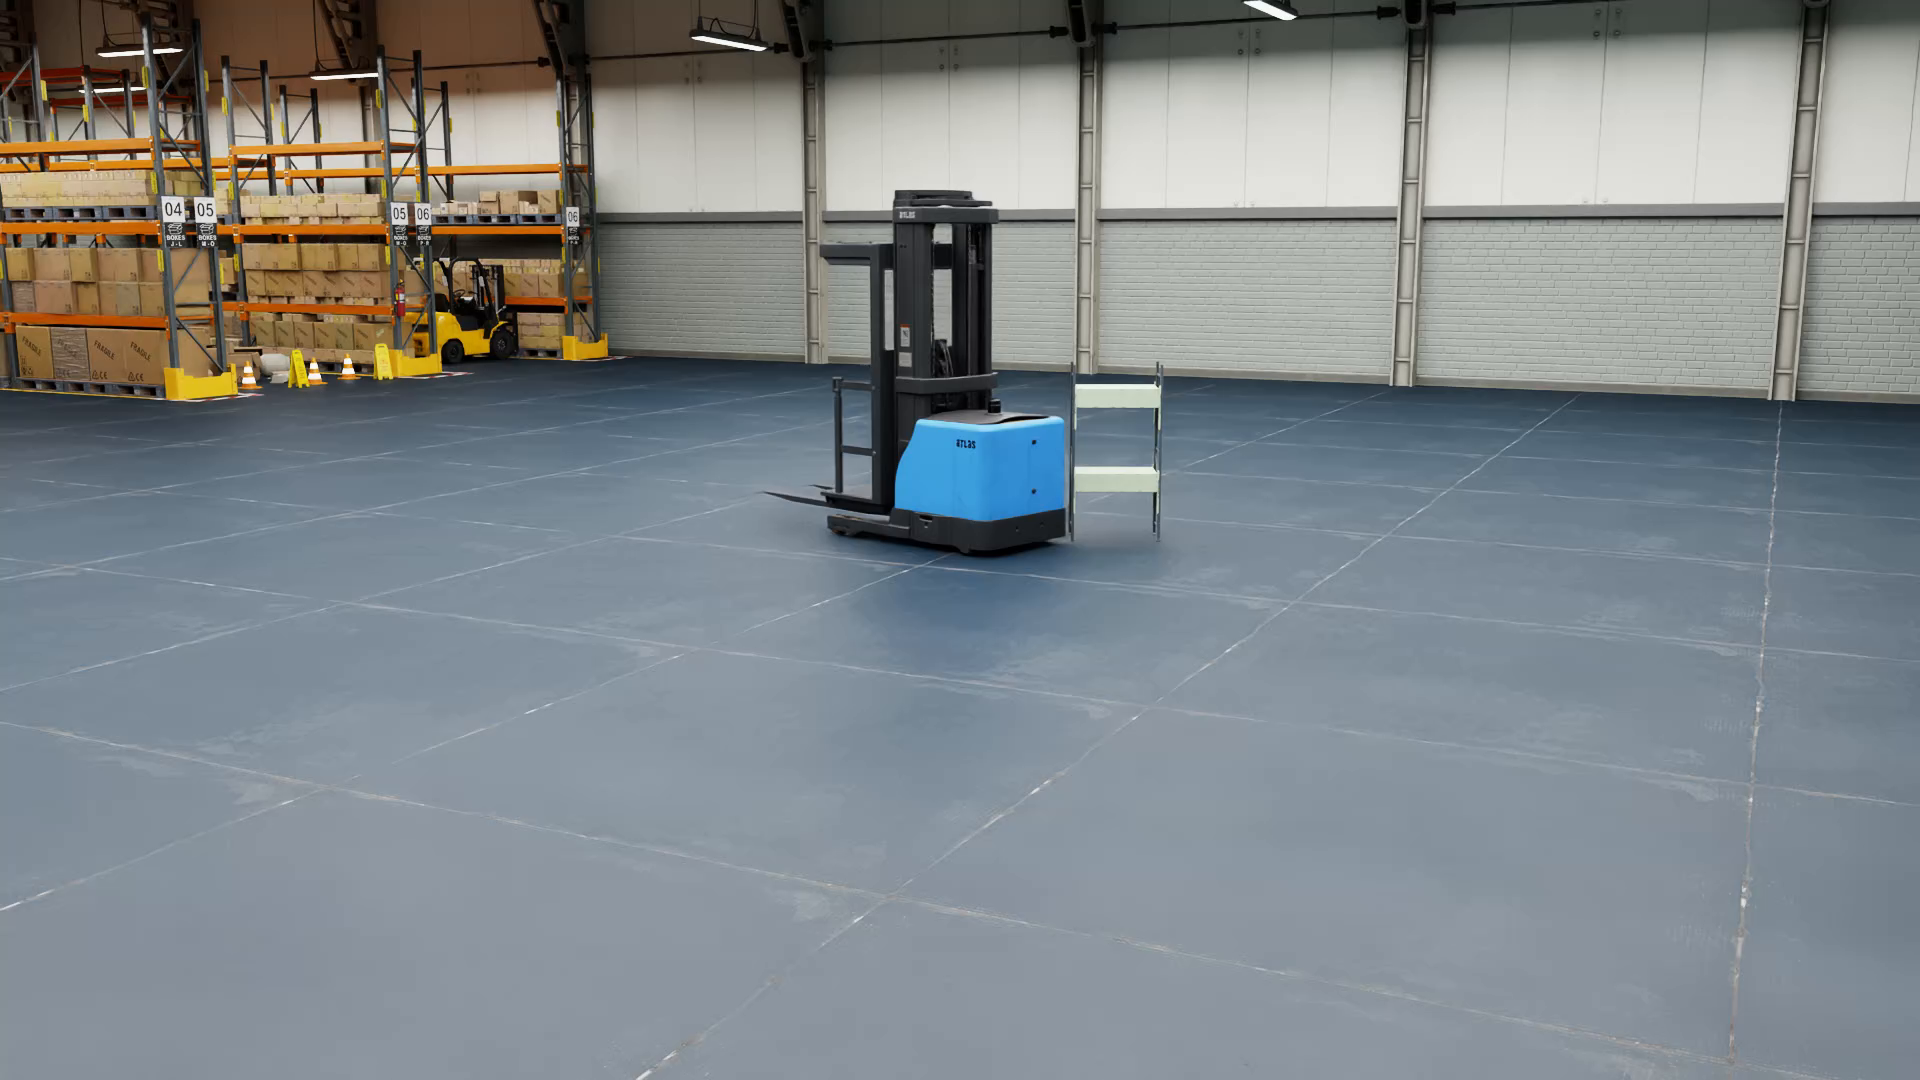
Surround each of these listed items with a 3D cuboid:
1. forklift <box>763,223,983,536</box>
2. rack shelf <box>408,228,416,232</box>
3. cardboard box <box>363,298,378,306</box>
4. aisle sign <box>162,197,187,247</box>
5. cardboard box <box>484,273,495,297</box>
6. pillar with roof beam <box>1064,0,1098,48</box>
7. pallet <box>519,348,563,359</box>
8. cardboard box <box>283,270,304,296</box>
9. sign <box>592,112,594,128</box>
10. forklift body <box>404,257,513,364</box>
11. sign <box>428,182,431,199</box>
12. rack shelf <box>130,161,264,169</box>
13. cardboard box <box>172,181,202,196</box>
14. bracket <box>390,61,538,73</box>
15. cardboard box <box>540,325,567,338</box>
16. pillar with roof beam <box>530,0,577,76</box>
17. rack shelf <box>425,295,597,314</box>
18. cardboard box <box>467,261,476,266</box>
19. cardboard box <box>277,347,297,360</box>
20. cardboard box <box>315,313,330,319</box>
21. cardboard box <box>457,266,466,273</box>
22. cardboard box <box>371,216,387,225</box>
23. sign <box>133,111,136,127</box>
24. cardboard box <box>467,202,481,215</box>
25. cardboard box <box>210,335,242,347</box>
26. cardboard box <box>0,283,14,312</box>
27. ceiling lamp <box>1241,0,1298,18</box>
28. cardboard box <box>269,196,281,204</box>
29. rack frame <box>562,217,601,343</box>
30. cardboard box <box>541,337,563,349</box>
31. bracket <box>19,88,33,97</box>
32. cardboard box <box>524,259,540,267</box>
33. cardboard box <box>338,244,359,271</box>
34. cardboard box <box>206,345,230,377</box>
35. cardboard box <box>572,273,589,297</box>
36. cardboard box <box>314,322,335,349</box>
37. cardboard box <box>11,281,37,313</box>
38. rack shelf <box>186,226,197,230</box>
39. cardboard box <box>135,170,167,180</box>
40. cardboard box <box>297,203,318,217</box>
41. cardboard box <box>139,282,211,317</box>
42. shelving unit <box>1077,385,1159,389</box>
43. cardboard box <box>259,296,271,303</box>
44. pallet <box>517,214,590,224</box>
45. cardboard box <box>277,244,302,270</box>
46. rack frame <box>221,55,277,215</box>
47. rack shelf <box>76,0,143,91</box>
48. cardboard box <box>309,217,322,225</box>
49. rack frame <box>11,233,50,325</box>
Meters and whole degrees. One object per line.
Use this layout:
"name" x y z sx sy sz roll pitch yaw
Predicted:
"forklift" -0.824 -1.488 14.777 2.170 2.733 1.118 10 14 43
"rack shelf" -12.110 -5.976 32.024 3.687 0.071 0.831 5 11 26
"cardboard box" -11.023 -4.500 31.378 0.250 0.149 0.380 5 11 25
"aisle sign" -12.485 -5.053 26.430 0.004 0.787 0.394 5 11 26
"cardboard box" -10.058 -5.586 36.390 0.500 0.500 0.500 5 11 26
"pillar with roof beam" 0.423 -9.865 26.587 0.548 2.987 8.718 5 11 26
"pallet" -8.828 -4.101 36.295 1.213 0.211 1.003 5 11 26
"cardboard box" -12.727 -4.980 32.209 0.500 0.500 0.500 5 11 25
"sign" -7.872 -8.997 35.606 0.005 0.325 0.100 5 11 26
"forklift body" -10.631 -4.860 35.042 1.214 2.155 2.313 5 11 26
"sign" -10.077 -6.619 31.503 0.005 0.325 0.100 5 11 26
"rack shelf" -15.697 -7.571 33.534 3.687 0.071 0.831 5 11 26
"cardboard box" -12.735 -5.711 27.067 0.500 0.250 0.500 5 11 26
"bracket" -11.189 -10.520 36.984 4.783 0.066 0.076 5 11 26
"cardboard box" -8.698 -4.507 35.850 0.500 0.250 0.500 5 11 25
"pillar with roof beam" -10.339 -10.811 31.812 0.548 2.987 8.718 5 11 26
"rack shelf" -9.917 -5.223 36.686 4.000 0.370 1.077 5 11 26
"cardboard box" -10.619 -6.099 36.569 0.250 0.149 0.380 5 11 25
"cardboard box" -13.010 -3.665 32.600 0.500 0.250 0.500 6 12 29
"cardboard box" -14.745 -5.036 39.124 0.625 0.625 0.875 5 12 28
"cardboard box" -10.874 -5.968 36.682 0.250 0.149 0.380 5 12 27
"cardboard box" -10.760 -5.962 31.033 0.250 0.149 0.380 5 11 26
"sign" -17.259 -8.795 34.711 0.005 0.325 0.100 5 11 26
"cardboard box" -10.514 -7.235 36.277 0.258 0.266 0.396 5 11 24
"cardboard box" -15.021 -3.952 33.843 0.625 0.372 0.950 6 12 29
"cardboard box" -16.590 -4.190 28.681 0.500 0.500 0.500 5 11 25
"ceiling lamp" 4.818 -9.363 24.187 0.800 3.144 2.000 5 11 26
"cardboard box" -13.063 -6.546 32.021 0.250 0.149 0.380 5 11 25
"rack frame" -8.124 -5.419 35.751 0.127 3.000 1.000 5 11 26
"cardboard box" -8.685 -4.259 35.884 0.500 0.250 0.500 5 11 26
"bracket" -24.276 -11.670 43.338 0.430 0.232 0.235 5 11 26
"cardboard box" -9.210 -5.991 35.972 0.250 0.149 0.380 5 11 26
"cardboard box" -11.322 -5.360 31.501 0.500 0.500 0.700 5 11 26
"cardboard box" -13.854 -3.271 30.510 0.503 0.637 0.797 5 11 26
"cardboard box" -8.445 -5.552 36.203 0.500 0.500 0.500 5 12 28
"cardboard box" -12.069 -3.952 32.078 0.500 0.500 0.500 5 11 24
"cardboard box" -15.667 -4.190 28.535 0.550 0.550 0.875 5 11 26
"rack shelf" -14.210 -5.178 27.612 3.687 0.071 0.831 5 11 26
"cardboard box" -12.868 -5.801 26.442 0.250 0.149 0.380 5 11 26
"cardboard box" -12.266 -6.291 31.733 0.500 0.250 0.500 5 11 26
"cardboard box" -12.769 -3.923 27.065 0.550 0.550 0.875 5 11 26
"shelving unit" 1.327 -1.277 14.135 0.686 0.052 0.368 0 10 1
"cardboard box" -13.514 -4.730 32.648 0.250 0.149 0.380 5 12 27
"pallet" -8.746 -6.912 35.822 1.213 0.211 1.003 5 11 26
"cardboard box" -12.718 -5.472 32.119 0.500 0.500 0.700 5 11 25
"rack frame" -13.904 -7.893 32.576 0.127 3.000 1.000 5 11 26
"rack shelf" -19.827 -10.037 33.843 4.267 5.256 8.655 5 11 26
"cardboard box" -12.157 -6.076 31.662 0.250 0.149 0.380 5 11 25
"rack frame" -16.005 -4.142 28.695 0.053 2.616 0.949 5 11 26
